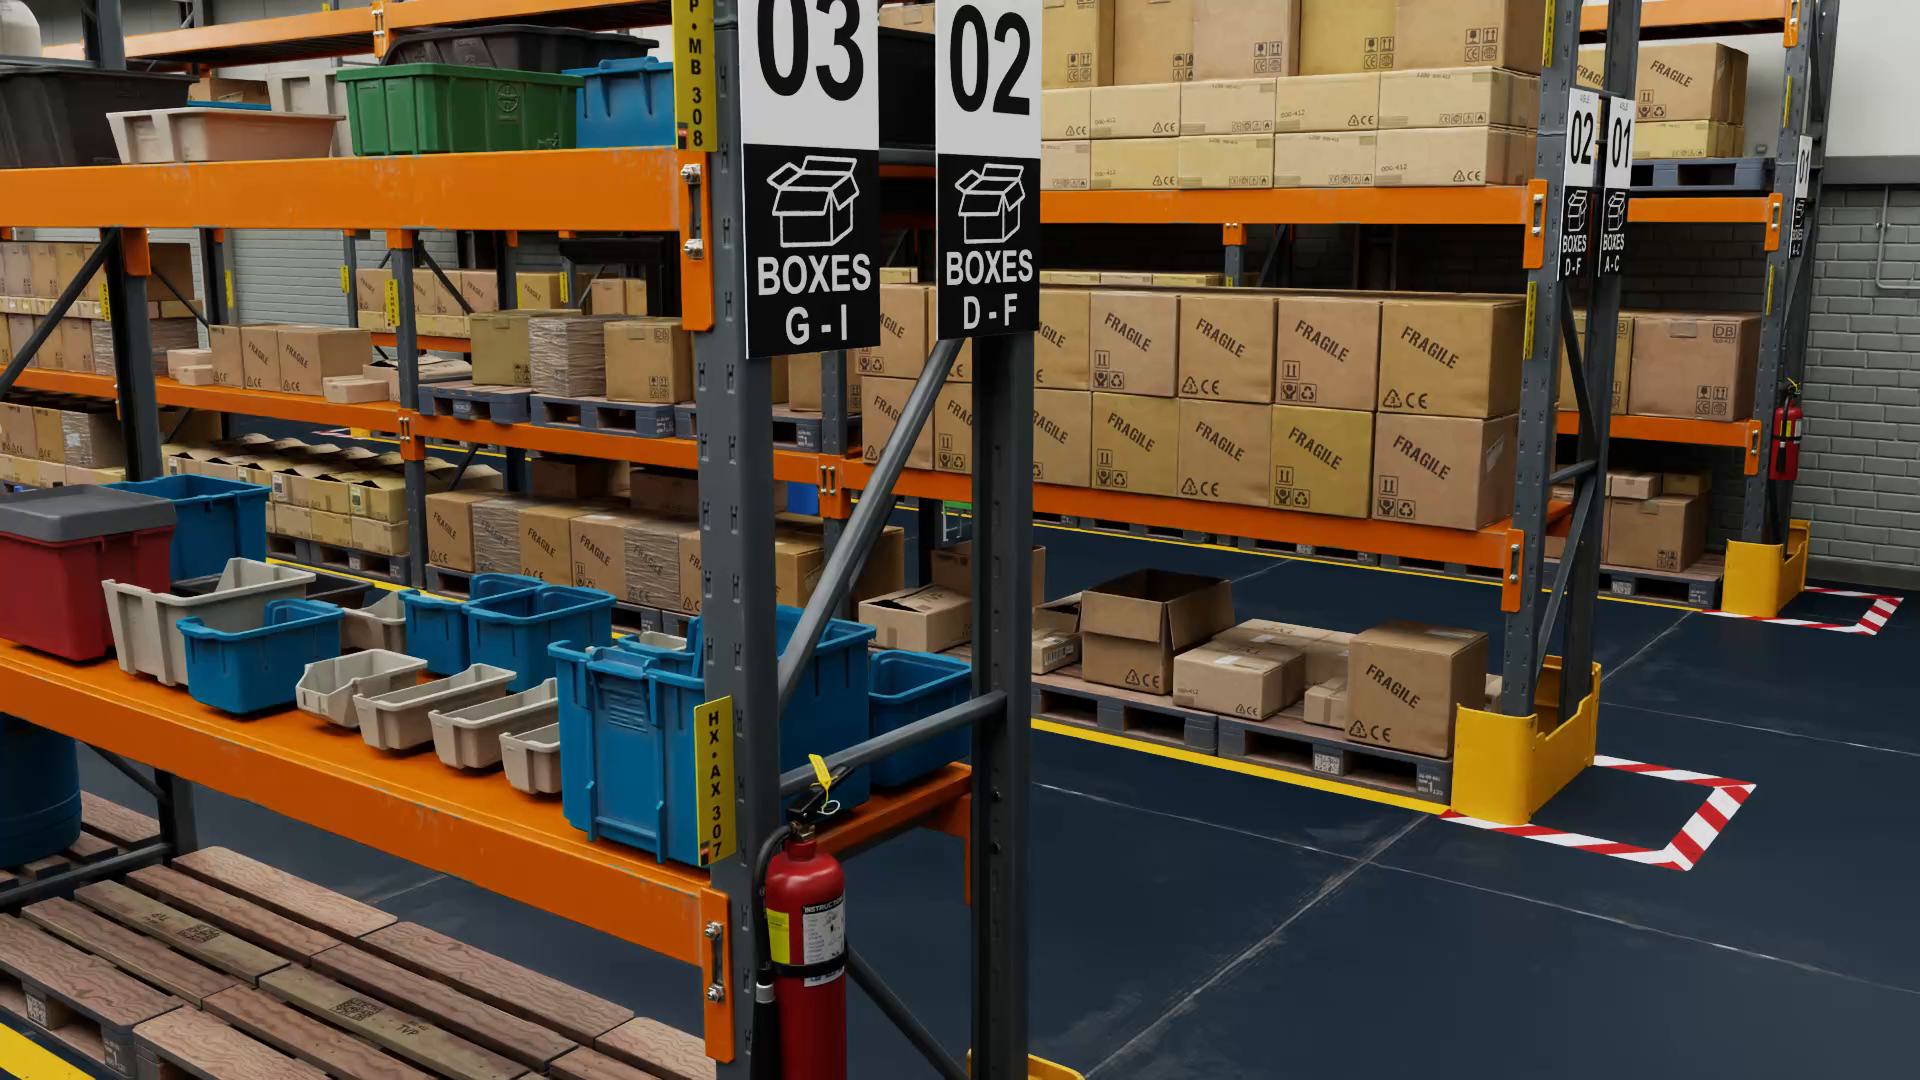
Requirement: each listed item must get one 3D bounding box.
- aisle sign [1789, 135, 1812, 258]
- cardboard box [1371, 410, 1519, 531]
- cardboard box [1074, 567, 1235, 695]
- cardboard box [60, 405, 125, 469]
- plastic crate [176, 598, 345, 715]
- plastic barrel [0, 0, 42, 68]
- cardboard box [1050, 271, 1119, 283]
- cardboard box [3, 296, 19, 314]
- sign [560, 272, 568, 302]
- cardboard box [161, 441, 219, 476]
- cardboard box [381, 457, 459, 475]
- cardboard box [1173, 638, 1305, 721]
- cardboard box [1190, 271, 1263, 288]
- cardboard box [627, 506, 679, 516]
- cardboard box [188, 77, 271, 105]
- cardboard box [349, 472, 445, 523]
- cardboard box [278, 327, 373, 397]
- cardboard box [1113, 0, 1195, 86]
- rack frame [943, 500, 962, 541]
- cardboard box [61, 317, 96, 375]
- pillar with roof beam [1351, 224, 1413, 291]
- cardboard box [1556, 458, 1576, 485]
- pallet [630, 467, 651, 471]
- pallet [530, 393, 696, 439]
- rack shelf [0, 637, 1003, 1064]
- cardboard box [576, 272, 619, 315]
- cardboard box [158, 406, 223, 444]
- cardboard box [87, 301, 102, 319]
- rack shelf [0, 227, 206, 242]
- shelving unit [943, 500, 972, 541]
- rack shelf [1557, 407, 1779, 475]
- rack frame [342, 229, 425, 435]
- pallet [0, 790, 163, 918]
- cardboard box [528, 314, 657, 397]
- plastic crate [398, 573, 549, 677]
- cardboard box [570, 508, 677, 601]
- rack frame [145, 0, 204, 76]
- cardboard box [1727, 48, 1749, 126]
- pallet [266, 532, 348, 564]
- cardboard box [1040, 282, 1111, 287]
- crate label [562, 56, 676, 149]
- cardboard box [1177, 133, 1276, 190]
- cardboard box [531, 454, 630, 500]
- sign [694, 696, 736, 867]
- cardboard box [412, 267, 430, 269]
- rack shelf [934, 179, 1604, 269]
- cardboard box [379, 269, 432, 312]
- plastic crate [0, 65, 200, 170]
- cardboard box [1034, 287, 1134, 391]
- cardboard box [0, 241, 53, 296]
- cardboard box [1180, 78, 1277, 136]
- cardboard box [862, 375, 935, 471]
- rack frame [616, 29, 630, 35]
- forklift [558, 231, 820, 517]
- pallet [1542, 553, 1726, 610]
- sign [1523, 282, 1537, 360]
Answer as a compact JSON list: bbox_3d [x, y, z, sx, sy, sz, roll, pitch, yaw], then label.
[{"bbox_3d":[5.578,-2.272,11.031,0.004,0.787,0.394,8,13,36],"label":"aisle sign"},{"bbox_3d":[2.246,-0.349,7.671,0.500,0.500,0.500,8,14,37],"label":"cardboard box"},{"bbox_3d":[1.062,0.480,9.067,0.637,0.503,0.797,8,13,36],"label":"cardboard box"},{"bbox_3d":[-7.803,-0.941,15.155,0.500,0.500,0.500,8,13,36],"label":"cardboard box"},{"bbox_3d":[-1.974,0.328,4.719,0.300,0.233,0.416,8,13,36],"label":"plastic crate"},{"bbox_3d":[-3.666,-1.826,6.209,0.433,0.535,0.433,0,11,0],"label":"plastic barrel"},{"bbox_3d":[1.128,-2.202,14.441,0.500,0.250,0.500,8,14,37],"label":"cardboard box"},{"bbox_3d":[-8.700,-2.207,15.570,0.250,0.149,0.380,8,14,36],"label":"cardboard box"},{"bbox_3d":[-4.289,-2.740,18.015,0.005,0.325,0.100,8,13,36],"label":"sign"},{"bbox_3d":[-6.718,-0.687,14.340,0.500,0.311,0.500,8,14,36],"label":"cardboard box"},{"bbox_3d":[-4.356,-0.483,13.288,0.500,0.311,0.500,8,13,34],"label":"cardboard box"},{"bbox_3d":[1.436,0.708,8.552,0.500,0.250,0.500,8,13,36],"label":"cardboard box"},{"bbox_3d":[2.257,-2.164,14.245,0.500,0.250,0.500,8,14,37],"label":"cardboard box"},{"bbox_3d":[-1.943,0.007,11.521,0.500,0.500,0.500,7,13,33],"label":"cardboard box"},{"bbox_3d":[-5.957,-3.477,13.525,0.500,0.500,0.500,10,15,41],"label":"cardboard box"},{"bbox_3d":[-4.248,-0.343,12.562,0.500,0.311,0.500,8,14,37],"label":"cardboard box"},{"bbox_3d":[-5.042,-1.425,13.237,0.500,0.500,0.500,7,13,33],"label":"cardboard box"},{"bbox_3d":[1.178,-2.538,8.459,0.500,0.500,0.700,8,13,36],"label":"cardboard box"},{"bbox_3d":[-0.063,-0.598,13.961,0.015,1.200,0.240,8,13,36],"label":"rack frame"},{"bbox_3d":[-7.694,-1.796,15.154,0.500,0.500,0.700,8,13,35],"label":"cardboard box"},{"bbox_3d":[1.002,-3.839,10.183,0.400,9.000,9.100,8,13,36],"label":"pillar with roof beam"},{"bbox_3d":[4.683,-0.512,12.546,0.250,0.149,0.380,8,14,36],"label":"cardboard box"},{"bbox_3d":[-3.346,-0.942,18.345,1.213,0.211,1.003,8,13,36],"label":"pallet"},{"bbox_3d":[-2.109,-0.878,11.176,1.213,0.211,1.003,8,13,36],"label":"pallet"},{"bbox_3d":[-1.779,0.595,4.948,4.000,0.370,1.077,8,13,36],"label":"rack shelf"},{"bbox_3d":[-4.230,-2.788,18.911,0.500,0.500,0.500,8,13,34],"label":"cardboard box"},{"bbox_3d":[-7.092,-0.964,15.276,0.500,0.500,0.500,8,13,36],"label":"cardboard box"},{"bbox_3d":[-7.448,-2.033,14.672,0.250,0.149,0.380,8,13,34],"label":"cardboard box"},{"bbox_3d":[-8.516,-2.984,15.555,4.000,0.370,1.077,8,13,36],"label":"rack shelf"},{"bbox_3d":[0.133,-0.570,13.820,0.503,1.200,0.258,8,13,36],"label":"shelving unit"},{"bbox_3d":[4.086,-0.921,12.788,4.000,0.370,1.077,8,13,36],"label":"rack shelf"},{"bbox_3d":[-7.199,-2.848,20.856,0.127,3.000,1.000,8,13,36],"label":"rack frame"},{"bbox_3d":[-3.988,1.293,6.789,1.213,0.211,1.003,8,13,36],"label":"pallet"},{"bbox_3d":[-2.481,-1.260,11.276,0.700,0.500,0.500,-10,15,-42],"label":"cardboard box"},{"bbox_3d":[-1.474,0.260,5.072,0.300,0.233,0.416,8,13,36],"label":"plastic crate"},{"bbox_3d":[-2.232,0.089,11.095,0.500,0.500,0.500,7,13,34],"label":"cardboard box"},{"bbox_3d":[-6.904,-4.585,14.039,0.127,3.000,1.000,8,13,36],"label":"rack frame"},{"bbox_3d":[5.252,-3.191,11.782,0.500,0.500,0.500,7,13,33],"label":"cardboard box"},{"bbox_3d":[-5.299,-0.057,13.768,1.213,0.211,1.003,8,13,36],"label":"pallet"},{"bbox_3d":[0.520,-1.206,9.471,0.500,0.500,0.500,8,13,34],"label":"cardboard box"},{"bbox_3d":[-0.719,-1.086,4.239,0.502,0.251,0.408,8,13,36],"label":"crate label"},{"bbox_3d":[1.391,-1.819,8.034,0.500,0.250,0.500,8,13,36],"label":"cardboard box"},{"bbox_3d":[-2.739,-0.472,12.022,0.500,0.250,0.500,9,14,38],"label":"cardboard box"},{"bbox_3d":[-0.479,0.473,3.258,0.005,0.325,0.100,8,13,36],"label":"sign"},{"bbox_3d":[-6.693,-3.132,20.691,0.500,0.500,0.500,8,13,35],"label":"cardboard box"},{"bbox_3d":[1.156,-1.635,8.581,4.000,0.370,1.077,8,13,36],"label":"rack shelf"},{"bbox_3d":[-6.599,-2.996,19.986,0.500,0.500,0.500,8,14,36],"label":"cardboard box"},{"bbox_3d":[-2.552,-1.209,4.831,0.590,0.269,0.497,8,13,36],"label":"plastic crate"},{"bbox_3d":[0.588,-1.069,8.760,0.500,0.500,0.500,7,13,34],"label":"cardboard box"},{"bbox_3d":[-8.882,-2.600,15.895,0.500,0.500,0.700,8,14,36],"label":"cardboard box"},{"bbox_3d":[1.399,-2.067,7.998,0.500,0.250,0.500,8,13,36],"label":"cardboard box"},{"bbox_3d":[-0.206,-0.691,9.439,0.500,0.500,0.500,8,14,37],"label":"cardboard box"},{"bbox_3d":[-3.974,-5.344,17.961,0.127,3.000,1.000,8,13,36],"label":"rack frame"},{"bbox_3d":[-2.683,-1.406,13.581,3.031,2.935,1.130,-1,11,-4],"label":"forklift"},{"bbox_3d":[5.007,0.242,12.225,1.213,0.211,1.003,8,13,36],"label":"pallet"},{"bbox_3d":[2.424,-0.932,7.068,0.005,0.325,0.100,8,13,36],"label":"sign"}]
